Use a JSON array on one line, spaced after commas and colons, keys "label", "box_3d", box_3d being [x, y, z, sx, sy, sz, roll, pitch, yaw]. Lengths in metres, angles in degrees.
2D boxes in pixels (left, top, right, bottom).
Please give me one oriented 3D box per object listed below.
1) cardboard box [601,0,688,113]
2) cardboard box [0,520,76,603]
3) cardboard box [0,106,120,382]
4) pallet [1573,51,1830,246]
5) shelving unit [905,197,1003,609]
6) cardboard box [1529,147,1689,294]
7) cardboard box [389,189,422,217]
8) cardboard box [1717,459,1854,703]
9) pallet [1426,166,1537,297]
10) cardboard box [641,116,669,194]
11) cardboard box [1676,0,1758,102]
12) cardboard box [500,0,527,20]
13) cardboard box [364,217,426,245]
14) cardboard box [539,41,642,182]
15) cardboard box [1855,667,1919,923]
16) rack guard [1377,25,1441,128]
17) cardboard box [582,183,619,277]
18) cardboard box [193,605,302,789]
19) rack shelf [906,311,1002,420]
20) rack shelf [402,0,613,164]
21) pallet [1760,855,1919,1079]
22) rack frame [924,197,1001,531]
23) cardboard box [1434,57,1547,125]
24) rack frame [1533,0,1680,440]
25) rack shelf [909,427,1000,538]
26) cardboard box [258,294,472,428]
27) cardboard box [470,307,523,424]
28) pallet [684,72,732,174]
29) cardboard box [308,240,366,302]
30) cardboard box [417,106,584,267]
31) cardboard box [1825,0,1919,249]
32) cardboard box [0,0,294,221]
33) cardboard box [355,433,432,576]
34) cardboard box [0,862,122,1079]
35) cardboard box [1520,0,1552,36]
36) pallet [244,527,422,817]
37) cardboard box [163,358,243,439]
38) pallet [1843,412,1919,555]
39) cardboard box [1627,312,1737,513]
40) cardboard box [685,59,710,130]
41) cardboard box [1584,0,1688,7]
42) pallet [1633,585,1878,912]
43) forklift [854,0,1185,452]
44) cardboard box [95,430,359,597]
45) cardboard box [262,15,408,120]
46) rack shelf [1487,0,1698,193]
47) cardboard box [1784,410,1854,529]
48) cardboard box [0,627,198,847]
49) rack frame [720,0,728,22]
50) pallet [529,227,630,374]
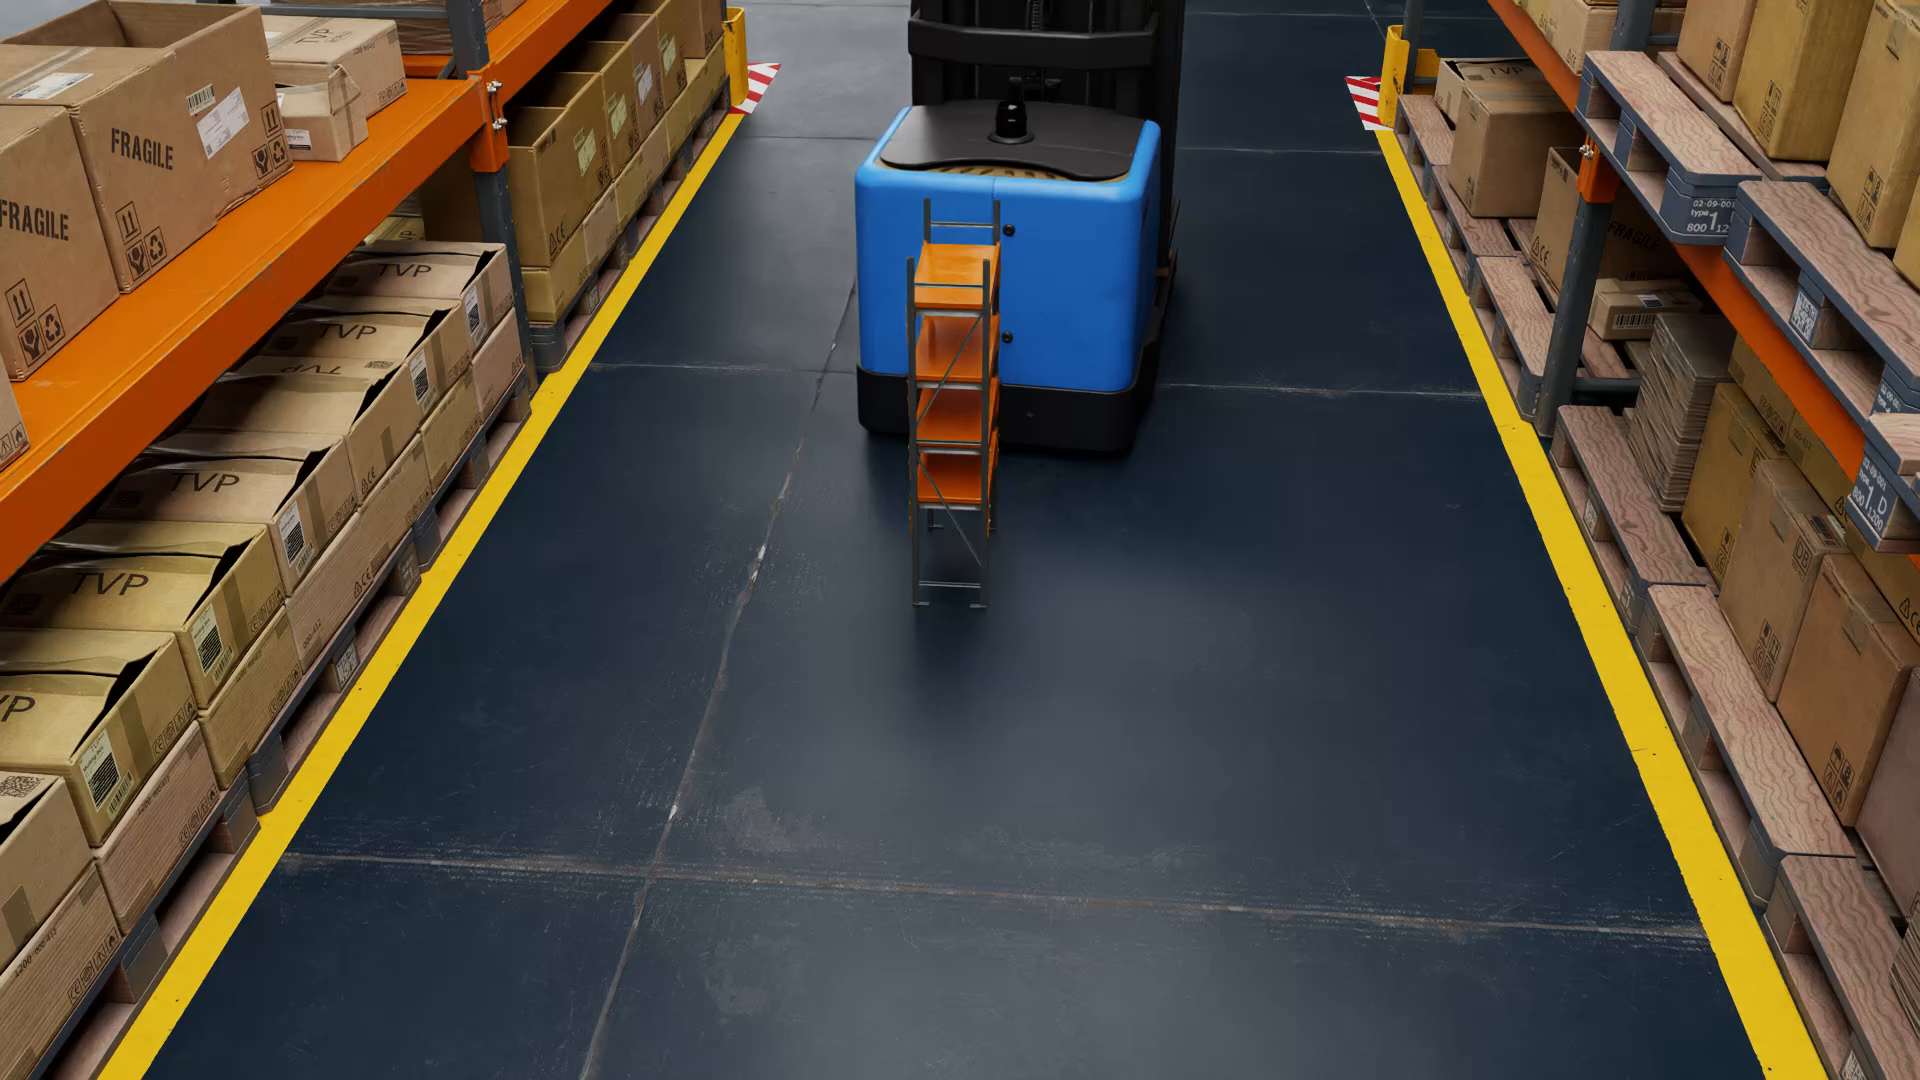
[{"label": "cardboard box", "box_3d": [-1.701, -2.486, 8.430, 0.500, 0.500, 0.500, 2, 32, 4]}, {"label": "cardboard box", "box_3d": [-2.661, 0.141, 4.348, 0.500, 0.311, 0.500, 2, 32, 4]}, {"label": "cardboard box", "box_3d": [-2.418, -0.712, 3.951, 0.500, 0.500, 0.500, 1, 32, 1]}, {"label": "pallet", "box_3d": [2.518, -1.198, 5.018, 1.003, 0.211, 1.213, 2, 32, 4]}, {"label": "shelving unit", "box_3d": [-0.013, -0.424, 5.295, 0.258, 1.200, 0.503, 2, 32, 4]}, {"label": "cardboard box", "box_3d": [2.770, -1.341, 7.030, 0.500, 0.500, 0.500, 0, 32, 0]}, {"label": "cardboard box", "box_3d": [-2.340, -1.723, 7.193, 0.500, 0.500, 0.500, 2, 32, 4]}, {"label": "cardboard box", "box_3d": [2.608, 0.126, 4.649, 0.700, 0.500, 0.500, 3, 32, 5]}, {"label": "pallet", "box_3d": [2.841, -1.479, 7.948, 1.003, 0.211, 1.213, 2, 32, 4]}, {"label": "cardboard box", "box_3d": [-1.746, -1.905, 8.203, 0.500, 0.250, 0.500, 2, 32, 4]}, {"label": "cardboard box", "box_3d": [2.650, -1.639, 5.035, 0.700, 0.500, 0.500, 3, 32, 4]}, {"label": "cardboard box", "box_3d": [-2.146, -2.434, 6.745, 0.700, 0.500, 0.500, 2, 32, 3]}, {"label": "cardboard box", "box_3d": [-2.393, -1.143, 6.966, 0.500, 0.250, 0.500, 2, 32, 4]}, {"label": "cardboard box", "box_3d": [-1.782, -1.963, 7.581, 0.500, 0.500, 0.500, 2, 32, 4]}, {"label": "cardboard box", "box_3d": [2.564, 0.652, 3.796, 0.700, 0.500, 0.500, 2, 32, 4]}, {"label": "rack guard", "box_3d": [3.044, -2.661, 9.592, 1.175, 0.500, 0.348, 2, 32, 4]}, {"label": "cardboard box", "box_3d": [-1.827, -1.382, 7.354, 0.500, 0.250, 0.500, 2, 32, 4]}, {"label": "cardboard box", "box_3d": [-2.127, 0.404, 4.456, 0.500, 0.250, 0.500, 2, 32, 3]}, {"label": "rack shelf", "box_3d": [-0.013, -0.557, 5.213, 0.258, 0.148, 0.480, 2, 32, 4]}, {"label": "rack shelf", "box_3d": [-2.050, -2.623, 7.832, 1.077, 0.370, 4.000, 2, 32, 4]}, {"label": "pallet", "box_3d": [2.464, 1.197, 3.607, 1.003, 0.211, 1.213, 2, 32, 4]}, {"label": "rack frame", "box_3d": [0.006, -0.552, 5.502, 0.240, 1.200, 0.015, 2, 32, 4]}, {"label": "cardboard box", "box_3d": [2.905, -2.450, 9.010, 0.500, 0.311, 0.500, -1, 32, -2]}, {"label": "rack frame", "box_3d": [2.725, -1.673, 5.606, 1.000, 3.000, 0.127, 2, 32, 4]}, {"label": "rack shelf", "box_3d": [-0.013, -0.198, 5.434, 0.258, 0.148, 0.480, 2, 32, 4]}, {"label": "cardboard box", "box_3d": [-1.996, -0.634, 5.605, 0.500, 0.311, 0.500, 3, 32, 5]}, {"label": "cardboard box", "box_3d": [-1.957, -0.662, 6.186, 0.500, 0.250, 0.500, 2, 32, 4]}, {"label": "pallet", "box_3d": [-1.907, -2.386, 9.420, 1.003, 0.211, 1.213, 2, 32, 4]}, {"label": "cardboard box", "box_3d": [-2.495, -0.925, 6.077, 0.500, 0.311, 0.500, 3, 32, 4]}, {"label": "cardboard box", "box_3d": [-1.863, -1.440, 6.733, 0.500, 0.500, 0.500, 2, 32, 4]}, {"label": "cardboard box", "box_3d": [2.574, -1.001, 4.001, 0.700, 0.500, 0.500, 7, 32, 11]}, {"label": "cardboard box", "box_3d": [-2.334, -1.249, 4.823, 0.500, 0.500, 0.500, 5, 32, 8]}, {"label": "cardboard box", "box_3d": [-2.042, -0.130, 5.323, 0.500, 0.250, 0.500, 3, 32, 5]}, {"label": "cardboard box", "box_3d": [-2.203, 0.939, 3.588, 0.500, 0.250, 0.500, 2, 32, 4]}, {"label": "cardboard box", "box_3d": [2.510, -2.139, 6.486, 0.500, 0.250, 0.500, 3, 32, 4]}, {"label": "pallet", "box_3d": [-2.330, 0.331, 5.012, 1.003, 0.211, 1.213, 2, 32, 4]}, {"label": "cardboard box", "box_3d": [-2.581, -0.392, 5.214, 0.500, 0.311, 0.500, 1, 32, 2]}, {"label": "pallet", "box_3d": [2.351, 0.123, 2.875, 1.213, 0.211, 1.003, 2, 32, 4]}, {"label": "cardboard box", "box_3d": [2.682, -0.411, 5.521, 0.700, 0.500, 0.500, 3, 32, 6]}, {"label": "cardboard box", "box_3d": [-1.665, -2.428, 9.051, 0.500, 0.250, 0.500, 2, 32, 4]}, {"label": "cardboard box", "box_3d": [2.455, -2.198, 5.866, 0.500, 0.500, 0.500, 2, 32, 4]}, {"label": "pallet", "box_3d": [2.566, 0.560, 4.639, 1.003, 0.211, 1.213, 2, 32, 4]}, {"label": "forklift", "box_3d": [0.391, -2.335, 6.744, 1.130, 2.935, 3.031, 6, 32, 9]}, {"label": "cardboard box", "box_3d": [-2.083, -0.110, 4.756, 0.500, 0.311, 0.500, 2, 32, 3]}, {"label": "cardboard box", "box_3d": [-2.209, -1.560, 5.565, 0.500, 0.250, 0.500, 4, 32, 7]}, {"label": "rack shelf", "box_3d": [2.888, -2.413, 7.492, 1.077, 0.370, 4.000, 2, 32, 4]}, {"label": "cardboard box", "box_3d": [2.611, -0.228, 4.509, 0.500, 0.250, 0.500, 2, 32, 3]}, {"label": "cardboard box", "box_3d": [-2.169, 0.425, 3.887, 0.500, 0.311, 0.500, 2, 32, 3]}, {"label": "rack frame", "box_3d": [-1.887, -3.975, 9.341, 1.000, 3.000, 0.127, 2, 32, 4]}, {"label": "pallet", "box_3d": [-2.106, -1.110, 7.350, 1.003, 0.211, 1.213, 2, 32, 4]}]
